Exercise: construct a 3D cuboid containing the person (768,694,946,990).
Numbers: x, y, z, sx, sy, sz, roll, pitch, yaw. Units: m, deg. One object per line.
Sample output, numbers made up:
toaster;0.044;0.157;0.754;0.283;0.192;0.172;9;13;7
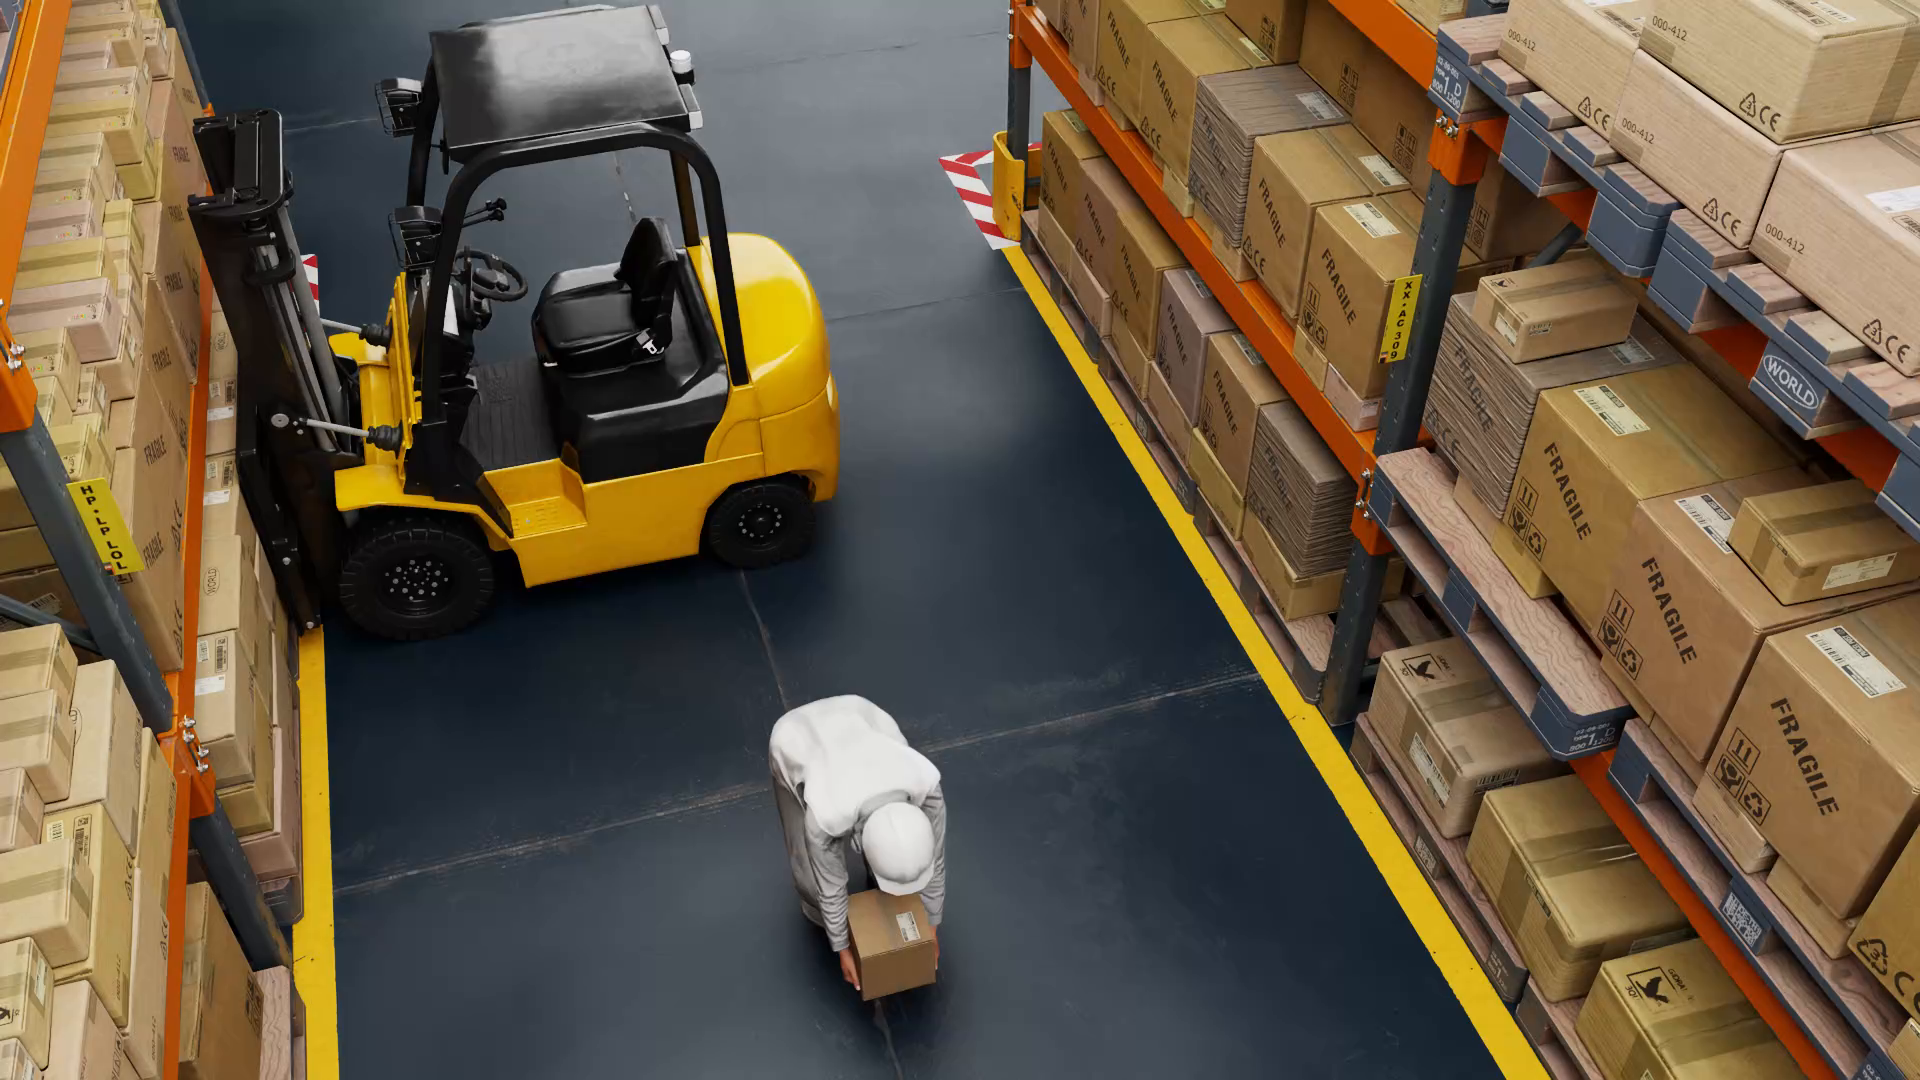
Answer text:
person;-0.332;0.999;5.619;0.506;0.992;0.952;-13;44;-14
